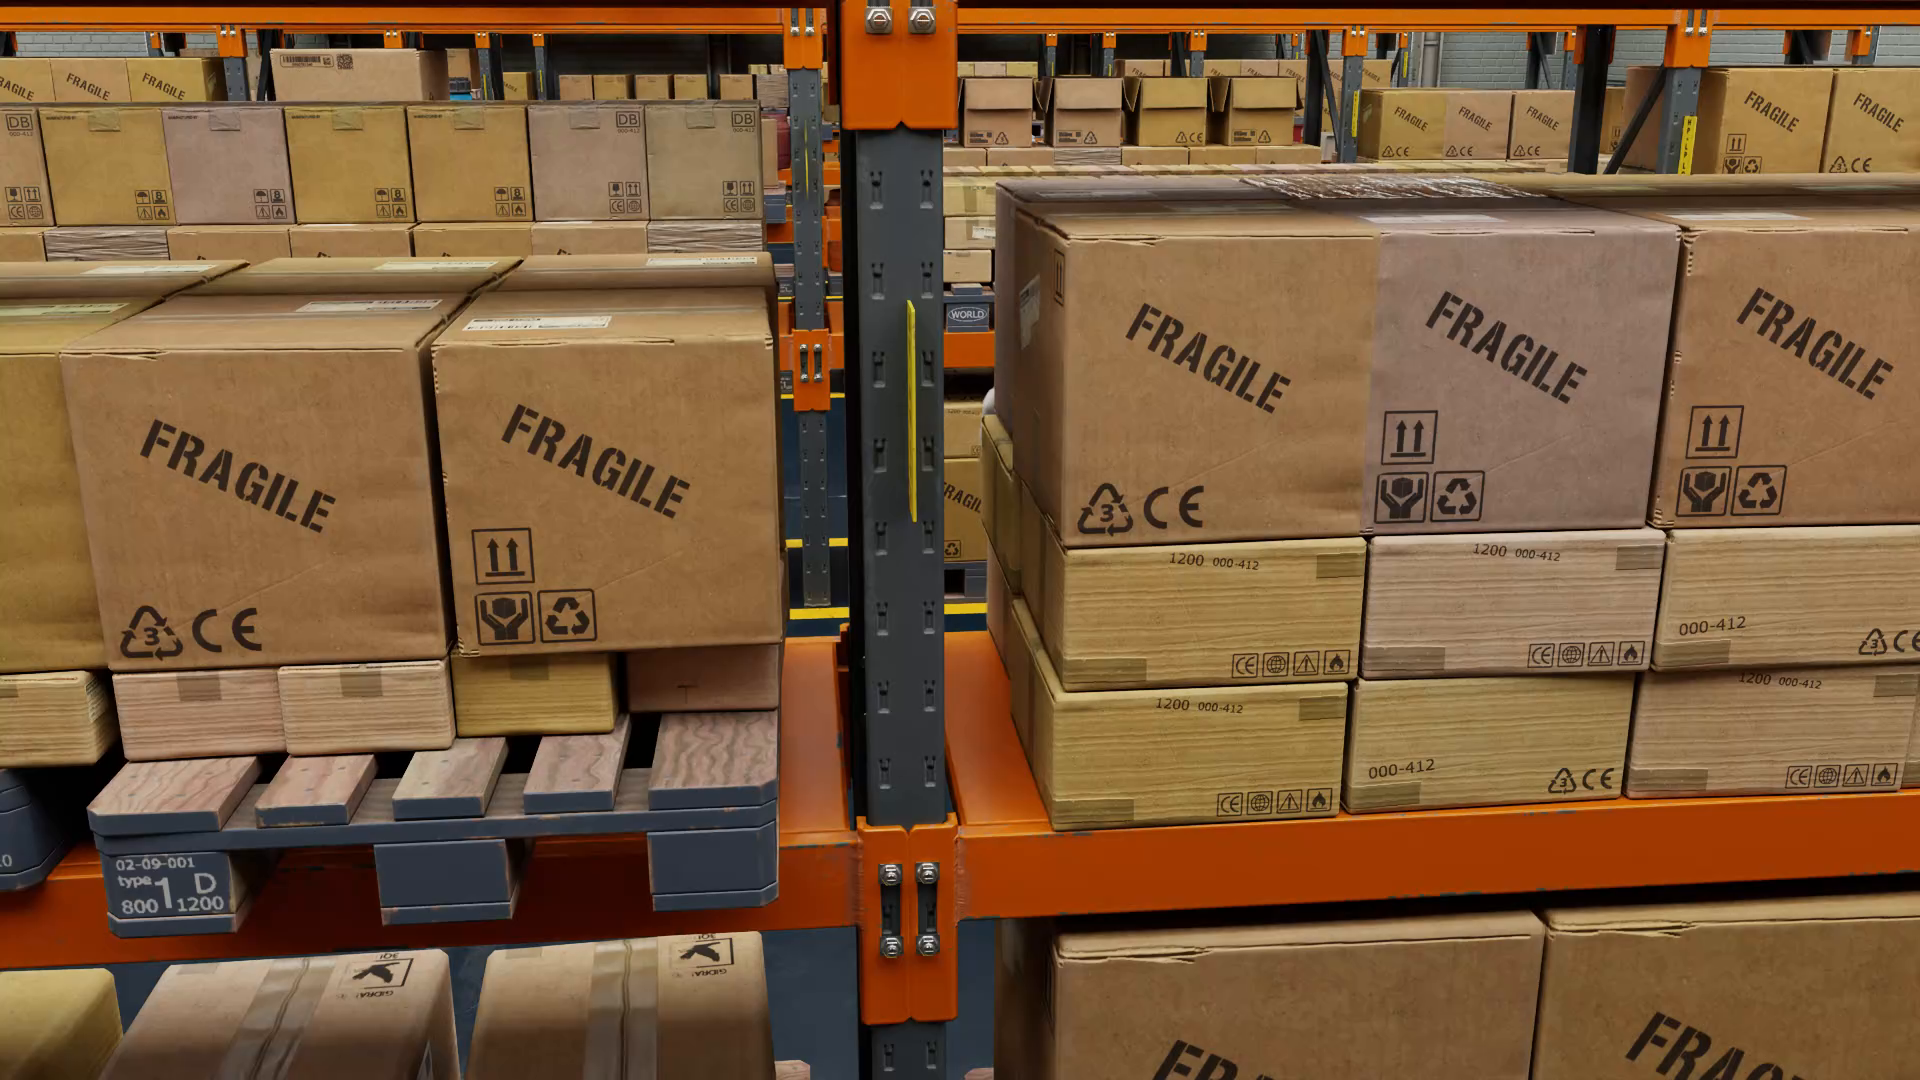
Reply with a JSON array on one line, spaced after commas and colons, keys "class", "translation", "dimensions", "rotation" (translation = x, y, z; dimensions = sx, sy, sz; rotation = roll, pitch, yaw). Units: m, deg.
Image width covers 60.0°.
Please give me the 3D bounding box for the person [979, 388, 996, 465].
[{"class": "person", "translation": [0.281, -0.082, 6.331], "dimensions": [0.439, 1.663, 0.546], "rotation": [-2, 17, -6]}]
